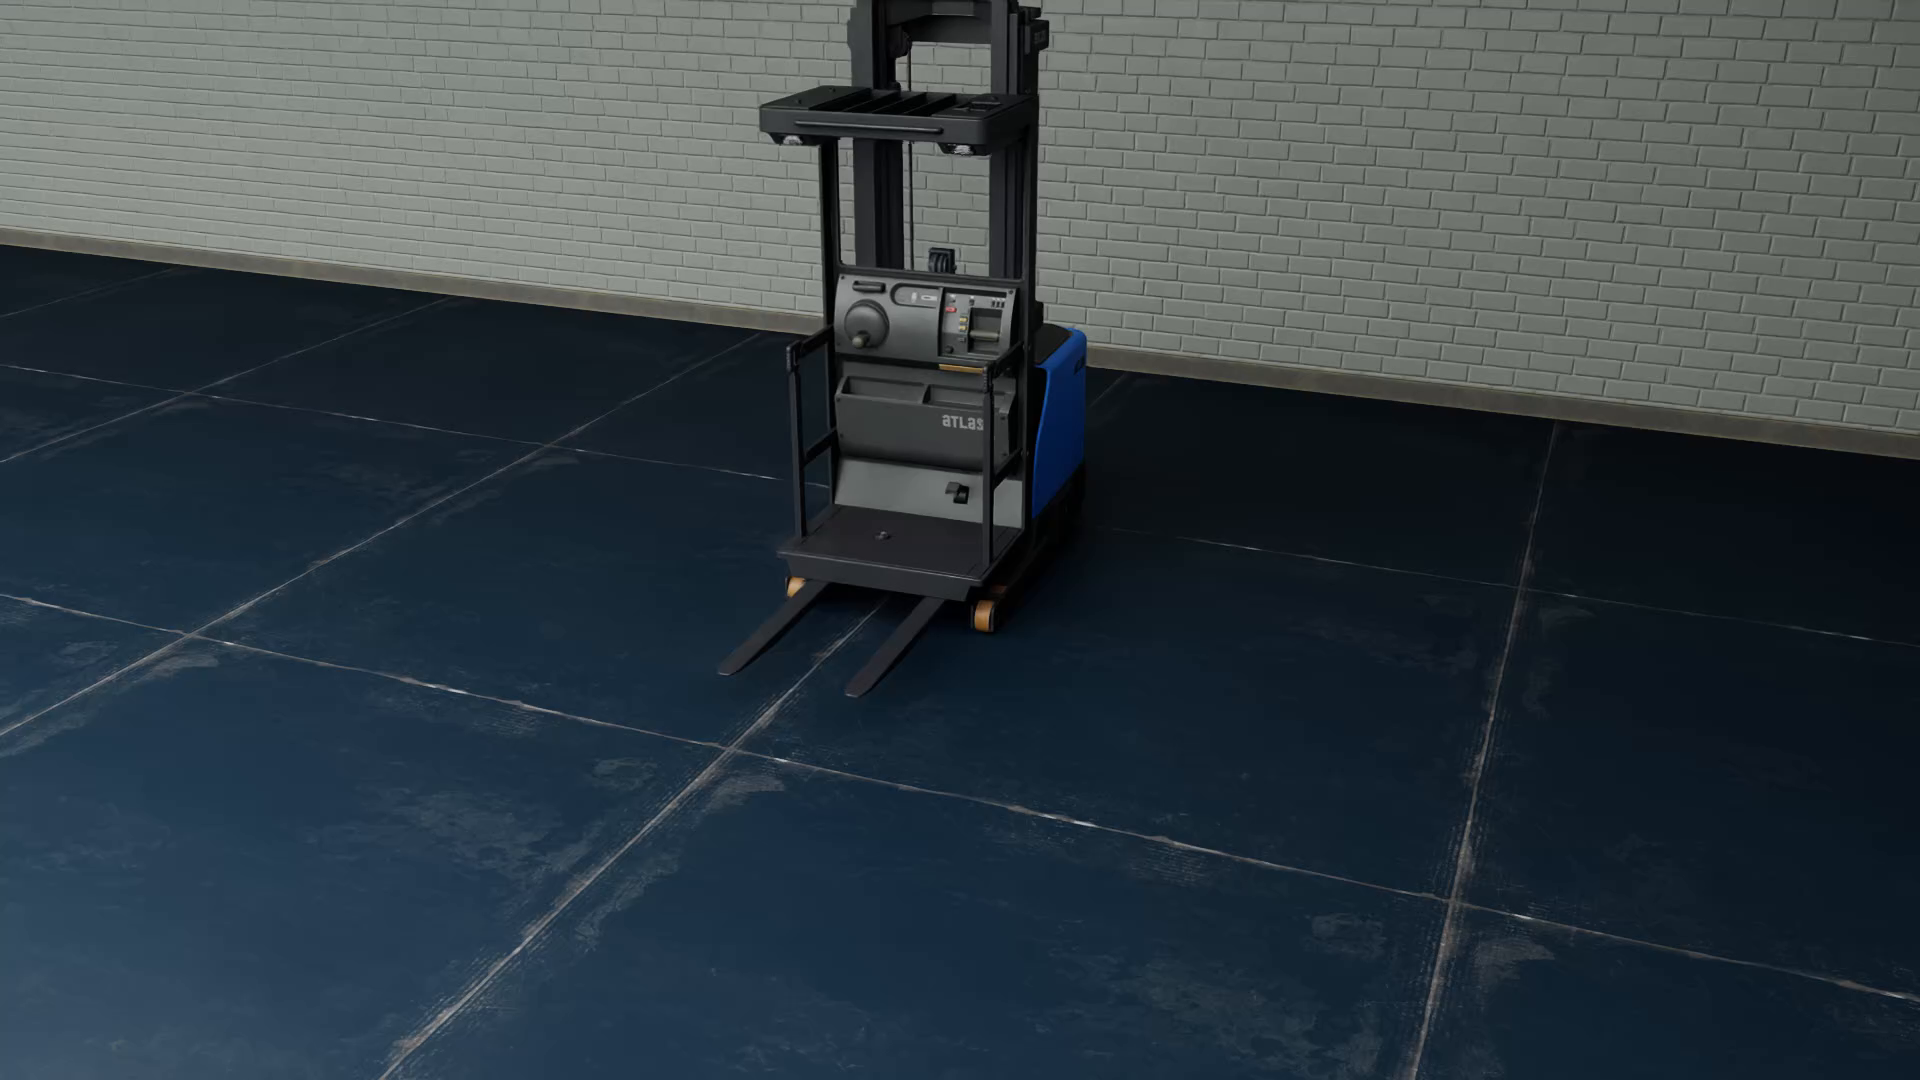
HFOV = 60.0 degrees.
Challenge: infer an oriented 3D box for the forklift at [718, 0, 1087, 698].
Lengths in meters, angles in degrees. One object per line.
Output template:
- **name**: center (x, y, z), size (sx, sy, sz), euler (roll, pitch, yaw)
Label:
- **forklift**: center (-0.246, -1.072, 8.014), size (1.130, 2.935, 3.031), euler (8, 24, 18)
